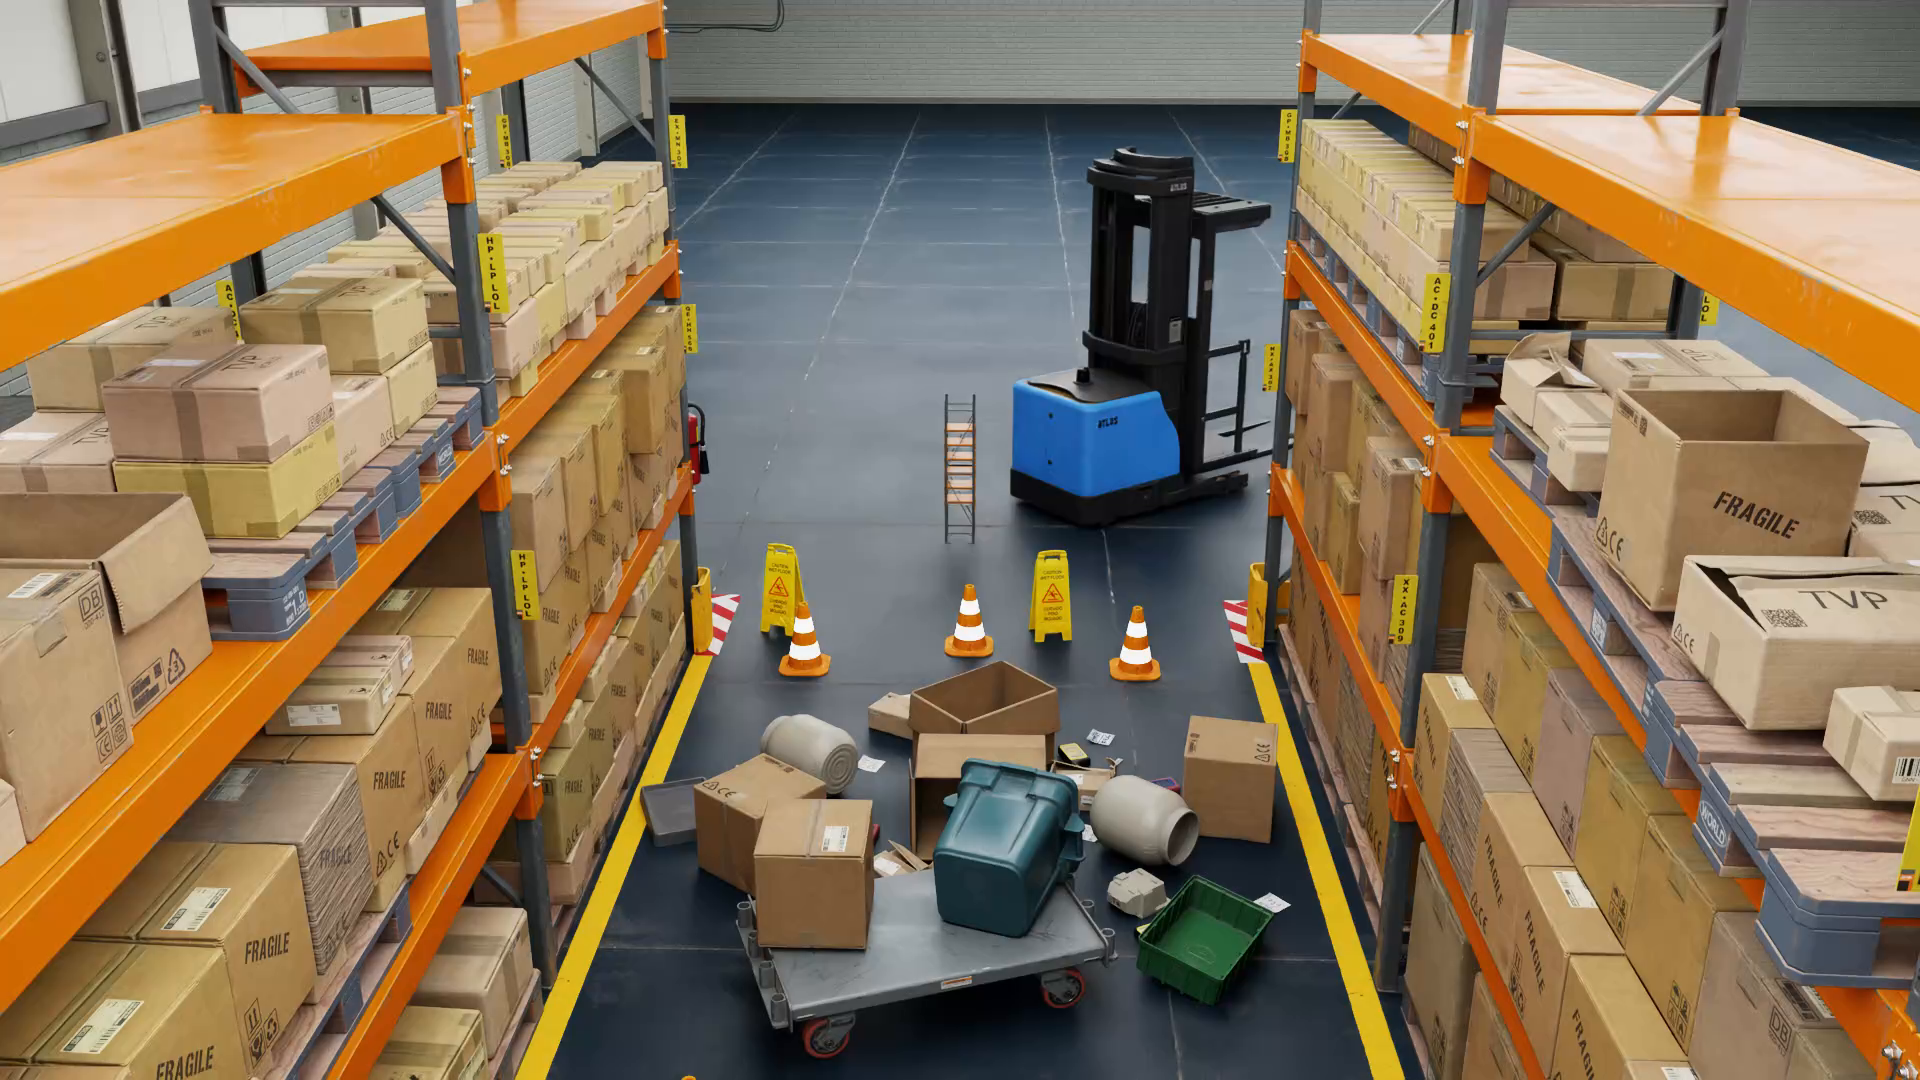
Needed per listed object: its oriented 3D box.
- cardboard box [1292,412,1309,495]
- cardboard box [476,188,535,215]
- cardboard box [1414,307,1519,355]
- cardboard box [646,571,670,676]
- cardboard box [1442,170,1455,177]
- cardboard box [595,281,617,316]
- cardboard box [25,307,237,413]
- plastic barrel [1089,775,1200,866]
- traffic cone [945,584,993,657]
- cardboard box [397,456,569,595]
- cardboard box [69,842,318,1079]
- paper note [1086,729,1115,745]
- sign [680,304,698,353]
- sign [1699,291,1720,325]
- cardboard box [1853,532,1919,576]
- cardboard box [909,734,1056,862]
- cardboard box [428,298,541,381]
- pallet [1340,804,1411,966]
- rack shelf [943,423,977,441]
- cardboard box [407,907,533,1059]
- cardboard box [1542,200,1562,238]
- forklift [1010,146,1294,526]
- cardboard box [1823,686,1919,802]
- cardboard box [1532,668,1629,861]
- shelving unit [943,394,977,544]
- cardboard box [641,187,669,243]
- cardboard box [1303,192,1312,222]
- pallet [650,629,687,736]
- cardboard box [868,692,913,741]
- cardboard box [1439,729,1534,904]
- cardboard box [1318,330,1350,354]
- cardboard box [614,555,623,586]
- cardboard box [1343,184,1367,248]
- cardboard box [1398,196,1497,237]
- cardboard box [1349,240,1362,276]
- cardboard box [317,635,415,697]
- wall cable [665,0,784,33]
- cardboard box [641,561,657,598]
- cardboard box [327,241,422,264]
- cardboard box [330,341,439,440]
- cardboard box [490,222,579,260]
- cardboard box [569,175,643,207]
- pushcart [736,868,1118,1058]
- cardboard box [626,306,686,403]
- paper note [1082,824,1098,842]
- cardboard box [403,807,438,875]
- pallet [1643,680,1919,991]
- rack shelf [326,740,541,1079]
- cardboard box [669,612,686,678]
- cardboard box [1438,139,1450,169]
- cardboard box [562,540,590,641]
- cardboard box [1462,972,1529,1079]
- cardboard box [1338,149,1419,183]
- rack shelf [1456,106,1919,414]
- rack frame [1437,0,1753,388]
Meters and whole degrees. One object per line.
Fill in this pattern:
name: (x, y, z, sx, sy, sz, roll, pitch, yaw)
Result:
cardboard box: (2.653, -0.629, 10.797, 0.875, 0.550, 0.550, 1, 21, 2)
cardboard box: (-2.601, -1.877, 9.319, 0.380, 0.149, 0.250, 1, 21, 1)
cardboard box: (2.189, -0.907, 7.201, 0.380, 0.149, 0.250, 1, 21, 1)
cardboard box: (-2.108, 0.506, 10.263, 0.500, 0.500, 0.500, 1, 21, 4)
cardboard box: (2.851, -1.861, 9.110, 0.500, 0.250, 0.500, 1, 21, 1)
cardboard box: (-2.065, -1.305, 8.947, 0.380, 0.149, 0.250, 0, 21, 1)
cardboard box: (-2.877, -0.636, 5.810, 0.500, 0.250, 0.500, 0, 21, 0)
plastic barrel: (0.999, 1.526, 9.010, 0.512, 0.421, 0.421, 18, 27, 38)
traffic cone: (0.064, 0.530, 11.524, 0.336, 0.463, 0.334, 1, 21, 2)
cardboard box: (-2.223, -0.074, 7.641, 0.700, 0.500, 0.500, 0, 21, 1)
cardboard box: (-2.312, 1.259, 5.008, 0.500, 0.500, 0.500, 1, 21, 3)
paper note: (0.876, 1.224, 10.334, 0.144, 0.017, 0.142, 8, 23, 20)
sign: (-1.778, -1.386, 10.916, 0.100, 0.325, 0.005, 1, 21, 2)
sign: (3.040, -1.032, 6.744, 0.100, 0.325, 0.005, 1, 21, 2)
cardboard box: (2.633, 0.187, 4.242, 0.500, 0.250, 0.500, 1, 21, 3)
cardboard box: (0.125, 1.390, 9.064, 0.797, 0.637, 0.503, 1, 21, 2)
cardboard box: (-2.166, -0.889, 7.323, 0.500, 0.250, 0.500, 0, 21, 0)
pallet: (2.599, 1.778, 8.655, 1.003, 0.211, 1.213, 1, 21, 2)
rack shelf: (0.000, -0.859, 13.211, 0.258, 0.103, 0.180, 1, 21, 2)
cardboard box: (-2.467, 1.953, 7.401, 0.950, 0.372, 0.625, 1, 21, 2)
cardboard box: (2.863, -1.455, 7.512, 0.380, 0.149, 0.250, 0, 21, 1)
forklift: (1.916, -1.887, 14.341, 3.031, 2.935, 1.130, -15, 26, -34)
cardboard box: (2.174, 0.448, 3.686, 0.380, 0.166, 0.250, 1, 21, 2)
cardboard box: (2.459, 0.788, 5.832, 0.700, 0.500, 0.500, 1, 21, 2)
shelving unit: (0.000, -0.565, 13.325, 0.258, 1.200, 0.189, 1, 21, 2)
cardboard box: (-2.078, -1.991, 10.164, 0.500, 0.250, 0.500, 0, 21, 1)
cardboard box: (2.281, -2.005, 10.032, 0.380, 0.149, 0.250, 1, 21, 2)
pallet: (-2.394, 0.909, 10.895, 1.003, 0.211, 1.213, 1, 21, 2)
cardboard box: (-0.353, 1.113, 10.455, 0.380, 0.149, 0.250, 13, 25, 29)
cardboard box: (2.198, 1.075, 6.473, 0.500, 0.500, 0.500, 1, 21, 2)
cardboard box: (2.645, -0.934, 10.089, 0.875, 0.550, 0.550, 1, 21, 2)
cardboard box: (-2.095, 0.187, 9.247, 0.380, 0.149, 0.250, 1, 21, 1)
cardboard box: (2.303, -1.685, 8.655, 0.500, 0.250, 0.500, 1, 21, 1)
cardboard box: (2.206, -1.461, 7.528, 0.380, 0.149, 0.250, 1, 21, 2)
cardboard box: (2.234, -1.459, 8.623, 0.380, 0.149, 0.250, 1, 21, 1)
cardboard box: (-2.250, 0.469, 6.146, 0.380, 0.149, 0.250, 0, 21, 0)
wall cable: (-5.891, -13.770, 40.871, 3.097, 2.526, 0.112, 1, 21, 2)
cardboard box: (-2.050, 0.239, 10.054, 0.380, 0.149, 0.250, 1, 21, 3)
cardboard box: (-2.757, -1.319, 7.880, 0.380, 0.149, 0.250, 1, 21, 3)
cardboard box: (-2.326, -0.577, 6.350, 0.500, 0.250, 0.500, 0, 21, 1)
cardboard box: (-2.133, -1.501, 8.348, 0.380, 0.149, 0.250, 0, 21, 1)
cardboard box: (-2.083, -2.054, 9.775, 0.380, 0.149, 0.250, 0, 21, 1)
pushcart: (-0.173, 1.964, 7.946, 1.648, 0.377, 0.936, -7, 22, -17)
cardboard box: (-2.129, -1.176, 10.482, 0.700, 0.500, 0.500, 0, 21, 0)
paper note: (0.710, 1.629, 9.300, 0.172, 0.023, 0.155, 8, 23, 20)
cardboard box: (-2.195, 1.126, 6.248, 0.380, 0.149, 0.250, 1, 21, 2)
pallet: (2.342, 0.655, 3.809, 1.213, 0.211, 1.003, 2, 21, 4)
rack shelf: (-2.514, 1.793, 5.756, 1.077, 0.370, 4.000, 1, 21, 2)
cardboard box: (-2.088, 0.678, 10.856, 0.500, 0.250, 0.500, 1, 21, 1)
cardboard box: (2.925, -2.187, 9.399, 0.380, 0.149, 0.250, 1, 21, 3)
cardboard box: (-2.169, 0.211, 8.289, 0.500, 0.500, 0.500, 1, 21, 1)
cardboard box: (2.535, 2.179, 6.295, 1.050, 0.750, 0.750, 1, 21, 2)
cardboard box: (2.251, -2.013, 8.949, 0.380, 0.149, 0.250, 0, 21, 1)
rack shelf: (2.437, -0.800, 4.697, 1.077, 0.370, 4.000, 1, 21, 2)
rack frame: (2.497, -2.045, 6.359, 1.000, 3.000, 0.127, 1, 21, 2)
